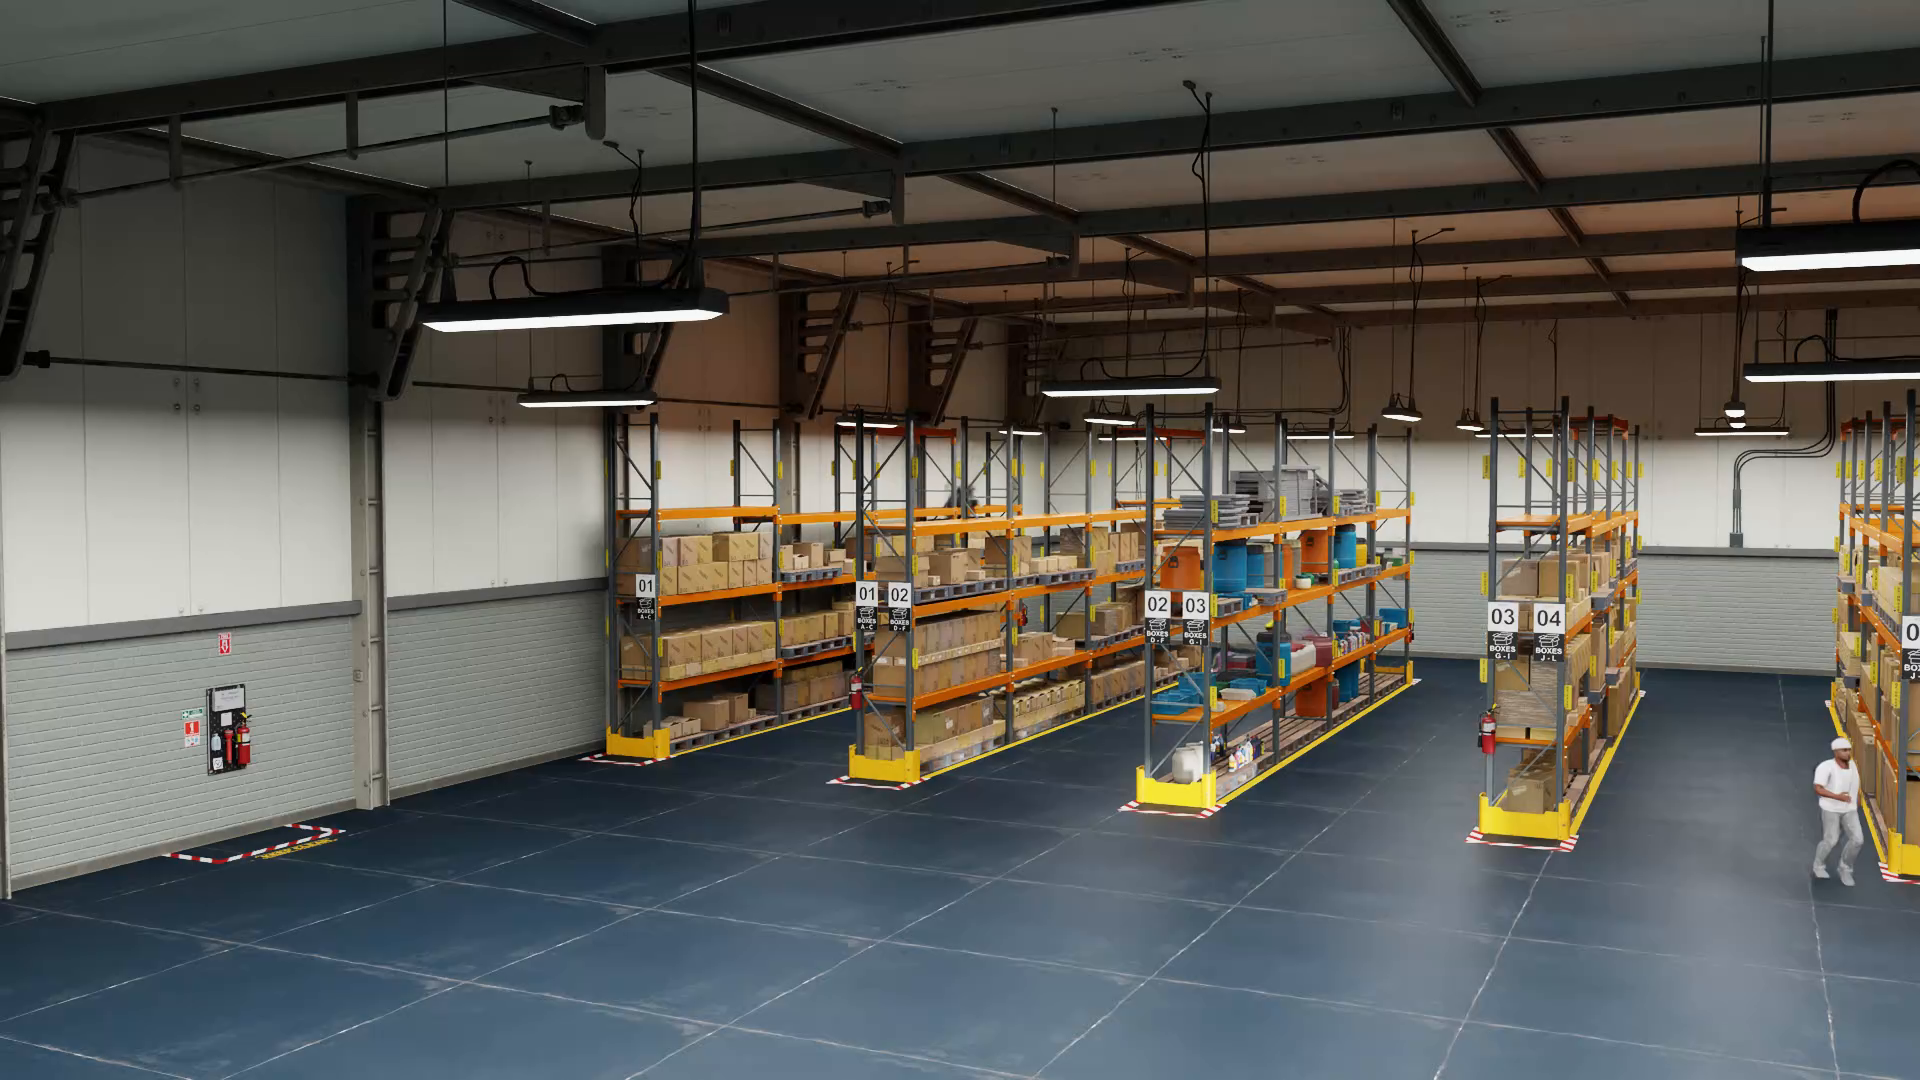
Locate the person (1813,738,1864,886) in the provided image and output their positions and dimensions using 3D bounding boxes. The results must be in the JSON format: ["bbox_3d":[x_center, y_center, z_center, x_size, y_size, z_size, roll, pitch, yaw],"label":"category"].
[{"bbox_3d":[10.654,3.293,20.096,0.725,1.811,0.718,0,2,-8],"label":"person"}]

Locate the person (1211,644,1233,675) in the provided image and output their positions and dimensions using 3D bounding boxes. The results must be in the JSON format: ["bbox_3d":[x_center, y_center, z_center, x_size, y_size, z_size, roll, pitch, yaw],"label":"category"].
[{"bbox_3d":[5.288,2.825,33.123,0.569,1.640,0.784,1,3,23],"label":"person"}]

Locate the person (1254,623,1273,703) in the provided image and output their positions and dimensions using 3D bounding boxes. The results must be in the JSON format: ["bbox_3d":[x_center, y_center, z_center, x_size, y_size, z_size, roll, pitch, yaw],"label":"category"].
[{"bbox_3d":[6.672,2.646,35.882,0.704,1.728,0.582,1,3,23],"label":"person"}]
